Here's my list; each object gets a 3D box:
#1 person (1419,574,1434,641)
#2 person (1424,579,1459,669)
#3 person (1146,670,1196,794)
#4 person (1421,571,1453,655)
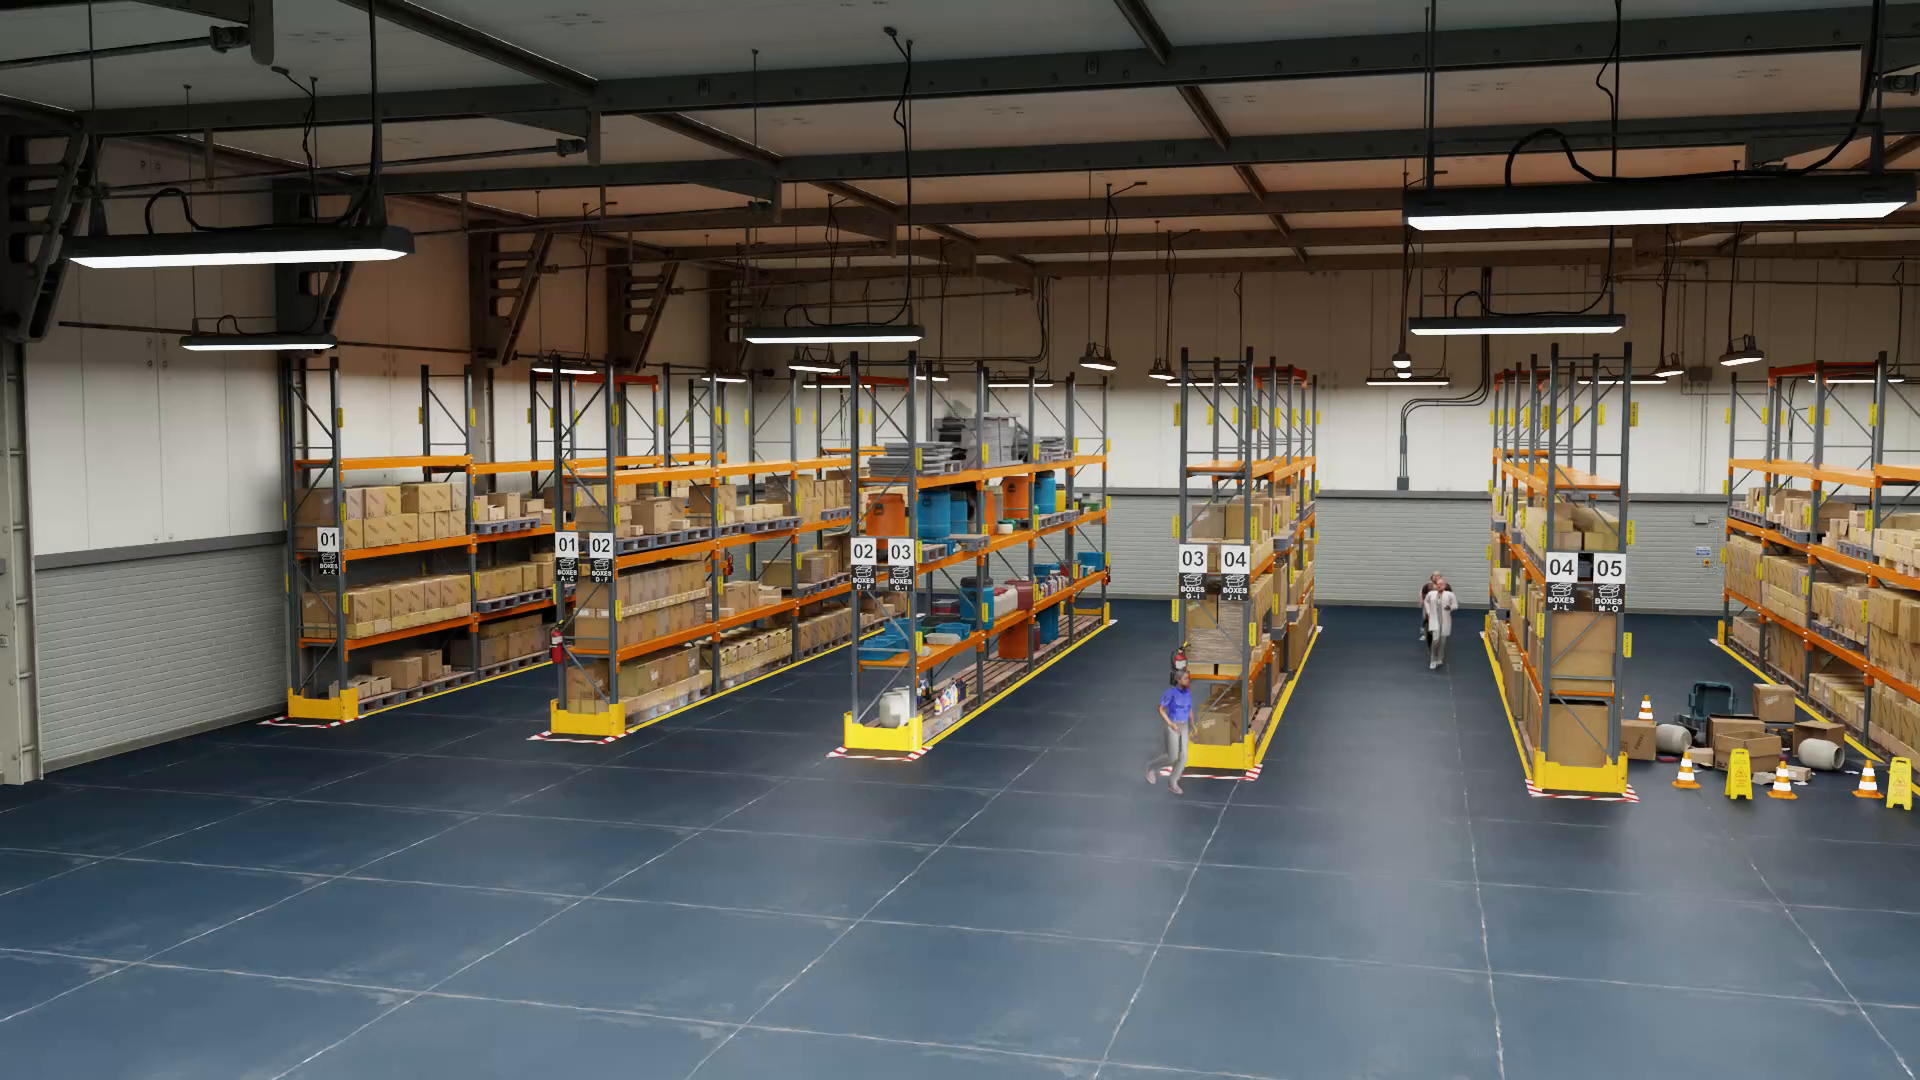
[{"bbox_3d":[10.597,1.498,37.357,0.551,1.531,0.483,1,4,18],"label":"person"},{"bbox_3d":[9.610,1.697,33.236,0.666,1.841,0.818,1,4,17],"label":"person"},{"bbox_3d":[2.909,2.559,22.485,0.619,1.615,0.615,-3,5,-38],"label":"person"},{"bbox_3d":[10.077,1.598,35.141,0.670,1.734,0.784,1,4,17],"label":"person"}]
